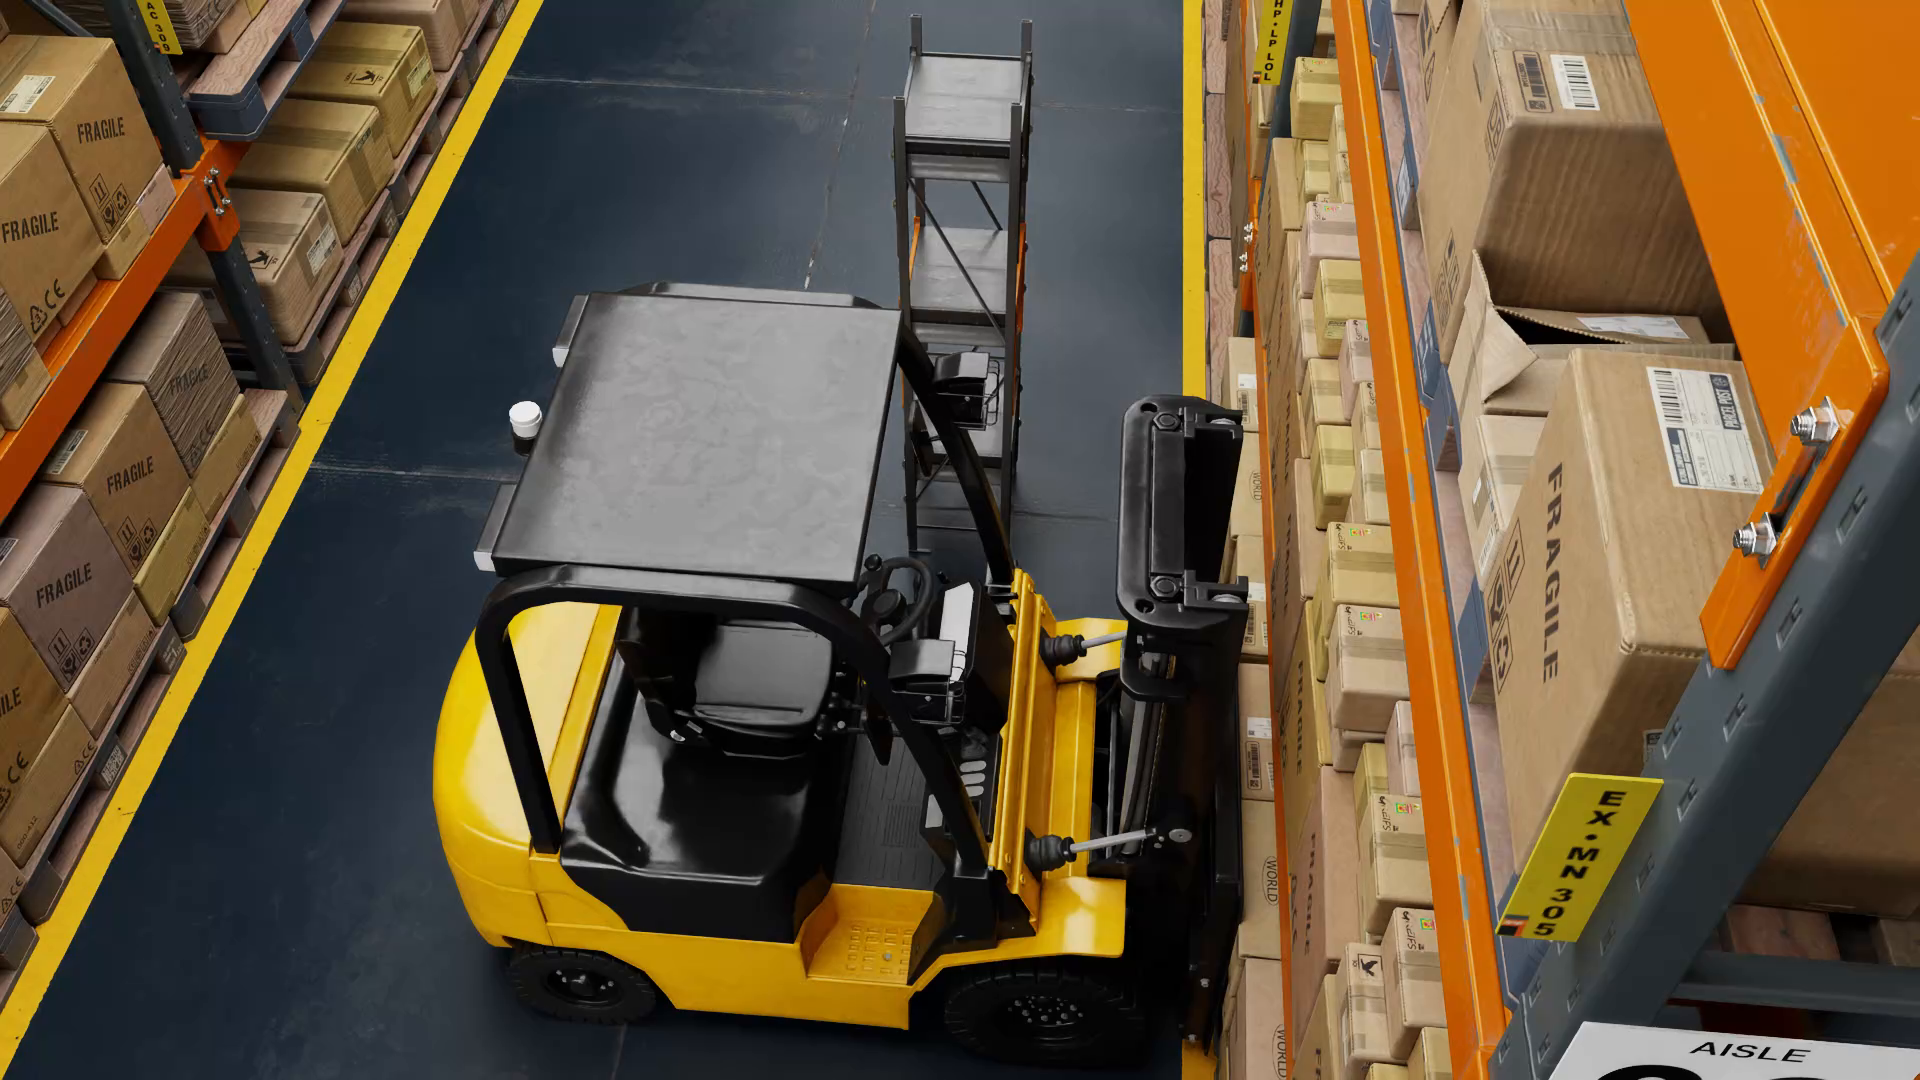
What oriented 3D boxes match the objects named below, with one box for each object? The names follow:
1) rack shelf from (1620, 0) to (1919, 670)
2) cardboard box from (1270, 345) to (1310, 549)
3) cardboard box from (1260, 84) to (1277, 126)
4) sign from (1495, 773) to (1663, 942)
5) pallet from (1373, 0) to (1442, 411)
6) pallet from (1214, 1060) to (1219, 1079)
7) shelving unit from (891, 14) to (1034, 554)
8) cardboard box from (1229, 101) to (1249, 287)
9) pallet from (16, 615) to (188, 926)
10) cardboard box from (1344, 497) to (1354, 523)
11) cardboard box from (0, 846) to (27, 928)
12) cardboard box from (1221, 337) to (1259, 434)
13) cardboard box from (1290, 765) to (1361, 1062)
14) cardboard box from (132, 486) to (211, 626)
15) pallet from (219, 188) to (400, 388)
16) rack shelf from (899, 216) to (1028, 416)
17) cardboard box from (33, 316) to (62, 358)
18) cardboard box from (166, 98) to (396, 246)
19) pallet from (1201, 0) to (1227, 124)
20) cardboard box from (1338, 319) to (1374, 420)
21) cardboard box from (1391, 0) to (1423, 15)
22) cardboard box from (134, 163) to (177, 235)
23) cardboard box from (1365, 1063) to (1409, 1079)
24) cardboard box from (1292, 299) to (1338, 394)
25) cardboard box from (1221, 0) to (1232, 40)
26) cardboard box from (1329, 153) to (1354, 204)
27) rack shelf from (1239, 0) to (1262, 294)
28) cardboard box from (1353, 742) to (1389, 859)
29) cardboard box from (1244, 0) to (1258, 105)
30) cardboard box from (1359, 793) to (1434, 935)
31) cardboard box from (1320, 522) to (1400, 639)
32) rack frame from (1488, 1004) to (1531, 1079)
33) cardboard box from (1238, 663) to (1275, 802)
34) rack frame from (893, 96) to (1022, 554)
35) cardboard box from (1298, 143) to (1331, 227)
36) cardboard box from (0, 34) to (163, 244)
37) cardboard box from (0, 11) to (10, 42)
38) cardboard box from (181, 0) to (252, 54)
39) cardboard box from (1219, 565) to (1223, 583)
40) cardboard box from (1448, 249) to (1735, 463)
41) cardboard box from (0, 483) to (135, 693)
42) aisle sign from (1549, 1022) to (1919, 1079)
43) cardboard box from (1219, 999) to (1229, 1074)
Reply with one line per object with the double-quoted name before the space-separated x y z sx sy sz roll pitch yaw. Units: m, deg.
"rack shelf" 1.395 -1.433 2.721 1.077 0.370 4.000 4 48 4
"cardboard box" 1.201 -0.225 4.855 0.500 0.500 0.500 3 48 3
"cardboard box" 1.367 -1.752 6.082 0.500 0.250 0.500 3 48 3
"sign" 0.673 0.353 1.816 0.100 0.325 0.005 4 48 4
"pallet" 1.411 -0.716 3.399 1.003 0.211 1.213 4 48 4
"pallet" 1.241 2.060 4.723 1.003 0.211 1.213 4 48 4
"shelving unit" 0.015 -0.830 6.086 0.431 2.100 0.503 4 48 4
"cardboard box" 1.692 -1.550 7.459 0.875 0.625 0.625 3 48 3
"pallet" -3.501 0.749 5.922 1.003 0.211 1.213 4 48 4
"cardboard box" 1.170 0.036 4.177 0.380 0.149 0.250 4 48 3
"cardboard box" -3.328 1.190 5.207 0.500 0.250 0.500 5 48 5
"cardboard box" 1.221 -0.472 6.051 0.500 0.250 0.500 3 48 3
"cardboard box" 1.052 0.890 3.835 0.500 0.500 0.500 5 48 5
"cardboard box" -3.191 0.044 6.256 0.500 0.250 0.500 3 48 2
"pallet" -3.297 -1.218 7.721 1.003 0.211 1.213 4 48 4
"rack shelf" 0.015 -0.821 6.097 0.431 0.518 0.480 4 48 4
"cardboard box" -3.246 -0.693 5.521 0.380 0.149 0.250 3 48 3
"cardboard box" -3.259 -1.756 7.819 0.950 0.372 0.625 7 48 6
"pallet" 1.828 -2.652 9.032 1.003 0.211 1.213 4 48 4
"cardboard box" 1.214 -0.442 4.413 0.380 0.149 0.250 4 48 3
"cardboard box" 1.139 -1.328 3.638 0.396 0.266 0.258 3 48 3
"cardboard box" -3.092 -1.245 6.026 0.380 0.149 0.250 3 48 3
"cardboard box" 0.965 1.157 3.151 0.380 0.149 0.250 5 48 4
"cardboard box" 1.146 -0.539 4.703 0.380 0.149 0.250 3 48 3
"cardboard box" 1.871 -3.078 8.857 0.875 0.625 0.625 5 48 5
"cardboard box" 1.304 -1.008 4.930 0.380 0.149 0.250 3 48 3
"rack shelf" 1.759 -2.483 7.475 1.077 0.370 4.000 4 48 4
"cardboard box" 1.077 0.600 3.661 0.380 0.149 0.250 4 48 3
"cardboard box" 1.403 -1.963 6.614 0.500 0.250 0.500 4 48 3
"cardboard box" 1.024 0.676 3.390 0.380 0.149 0.250 5 48 4
"cardboard box" 1.052 0.109 3.909 0.380 0.149 0.250 5 48 4
"rack frame" 1.213 1.684 3.177 1.000 3.000 0.127 4 48 4
"cardboard box" 1.074 0.654 5.020 0.500 0.250 0.500 3 48 3
"rack frame" -0.007 -0.651 5.922 0.400 2.100 0.015 4 48 4
"cardboard box" 1.264 -1.101 5.217 0.380 0.149 0.250 5 48 4
"cardboard box" -3.159 -1.378 5.708 0.500 0.500 0.500 3 48 3
"cardboard box" -3.622 -1.750 5.370 0.700 0.500 0.500 3 48 3
"cardboard box" -3.001 -2.029 6.458 0.380 0.149 0.250 5 48 4
"cardboard box" 1.182 0.067 5.896 0.500 0.250 0.500 4 48 3
"cardboard box" 1.009 -0.274 2.674 0.396 0.266 0.258 4 48 4
"cardboard box" -3.243 0.148 5.652 0.500 0.500 0.500 6 48 6
"aisle sign" 0.914 0.835 2.192 0.394 0.787 0.004 4 48 4
"cardboard box" 1.050 1.372 5.041 0.500 0.250 0.500 4 48 4
